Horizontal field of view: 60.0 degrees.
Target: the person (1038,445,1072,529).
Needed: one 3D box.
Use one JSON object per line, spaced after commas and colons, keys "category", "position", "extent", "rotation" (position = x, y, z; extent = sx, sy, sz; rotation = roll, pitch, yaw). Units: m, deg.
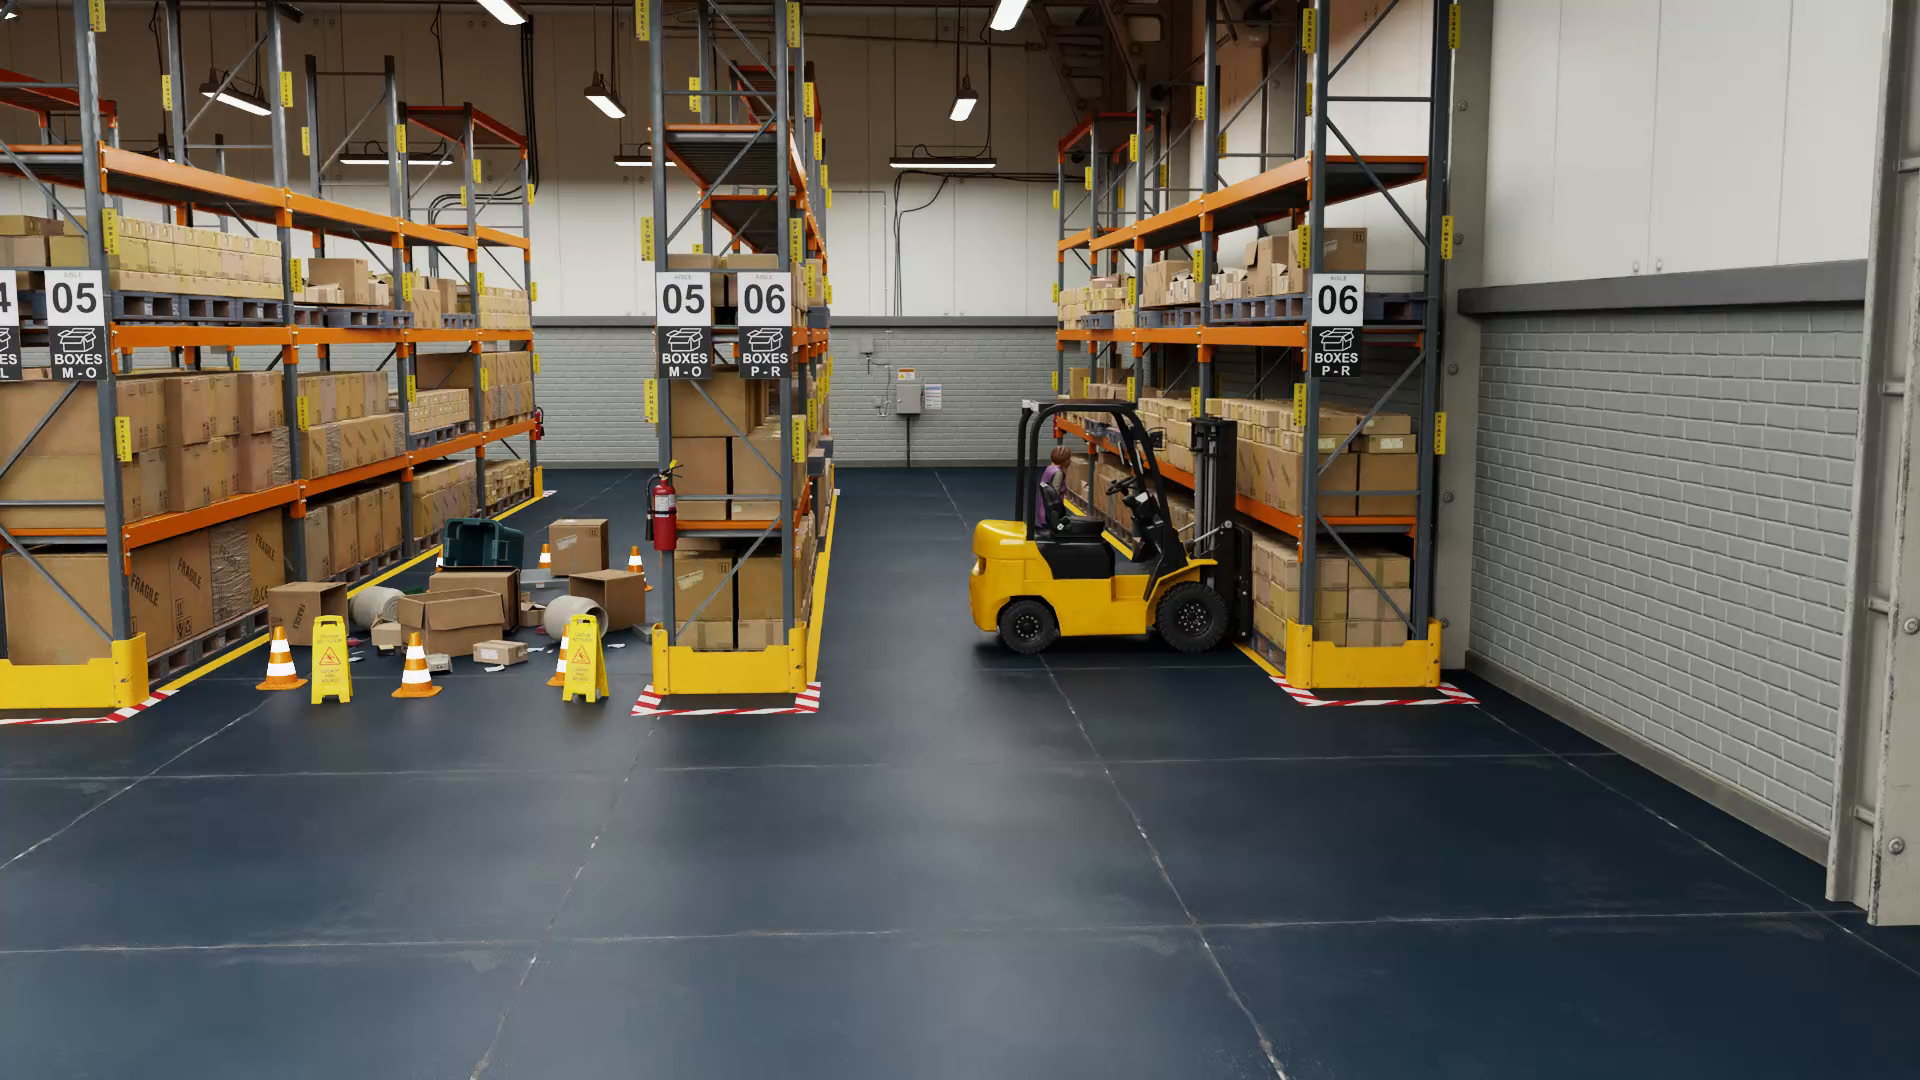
{"category": "person", "position": [0.992, -0.191, 17.341], "extent": [0.349, 1.593, 0.467], "rotation": [-1, 7, -4]}
